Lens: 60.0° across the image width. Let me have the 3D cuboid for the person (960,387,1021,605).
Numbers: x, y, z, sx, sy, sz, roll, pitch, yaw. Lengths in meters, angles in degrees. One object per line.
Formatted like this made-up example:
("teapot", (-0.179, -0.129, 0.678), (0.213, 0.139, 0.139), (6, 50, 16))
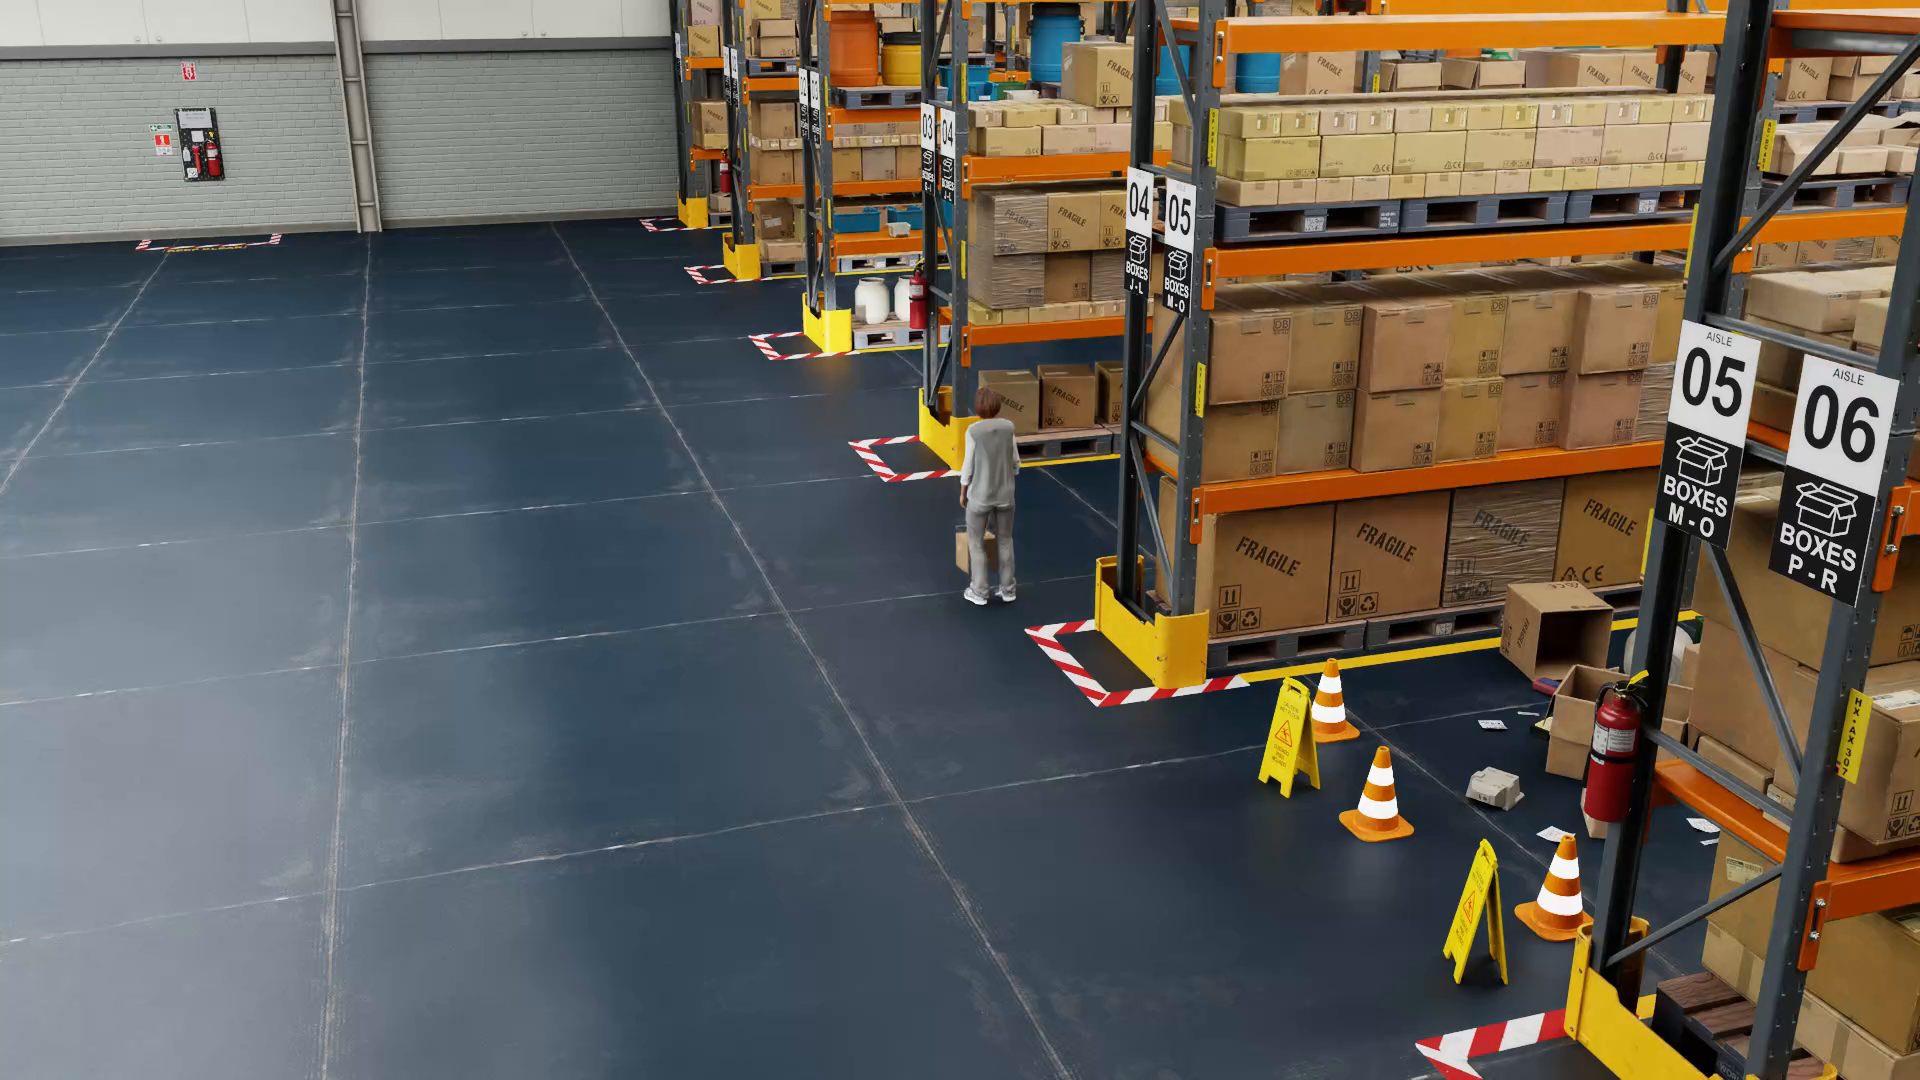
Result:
("person", (0.215, -0.302, 11.949), (0.456, 1.584, 0.342), (-7, 21, -19))
